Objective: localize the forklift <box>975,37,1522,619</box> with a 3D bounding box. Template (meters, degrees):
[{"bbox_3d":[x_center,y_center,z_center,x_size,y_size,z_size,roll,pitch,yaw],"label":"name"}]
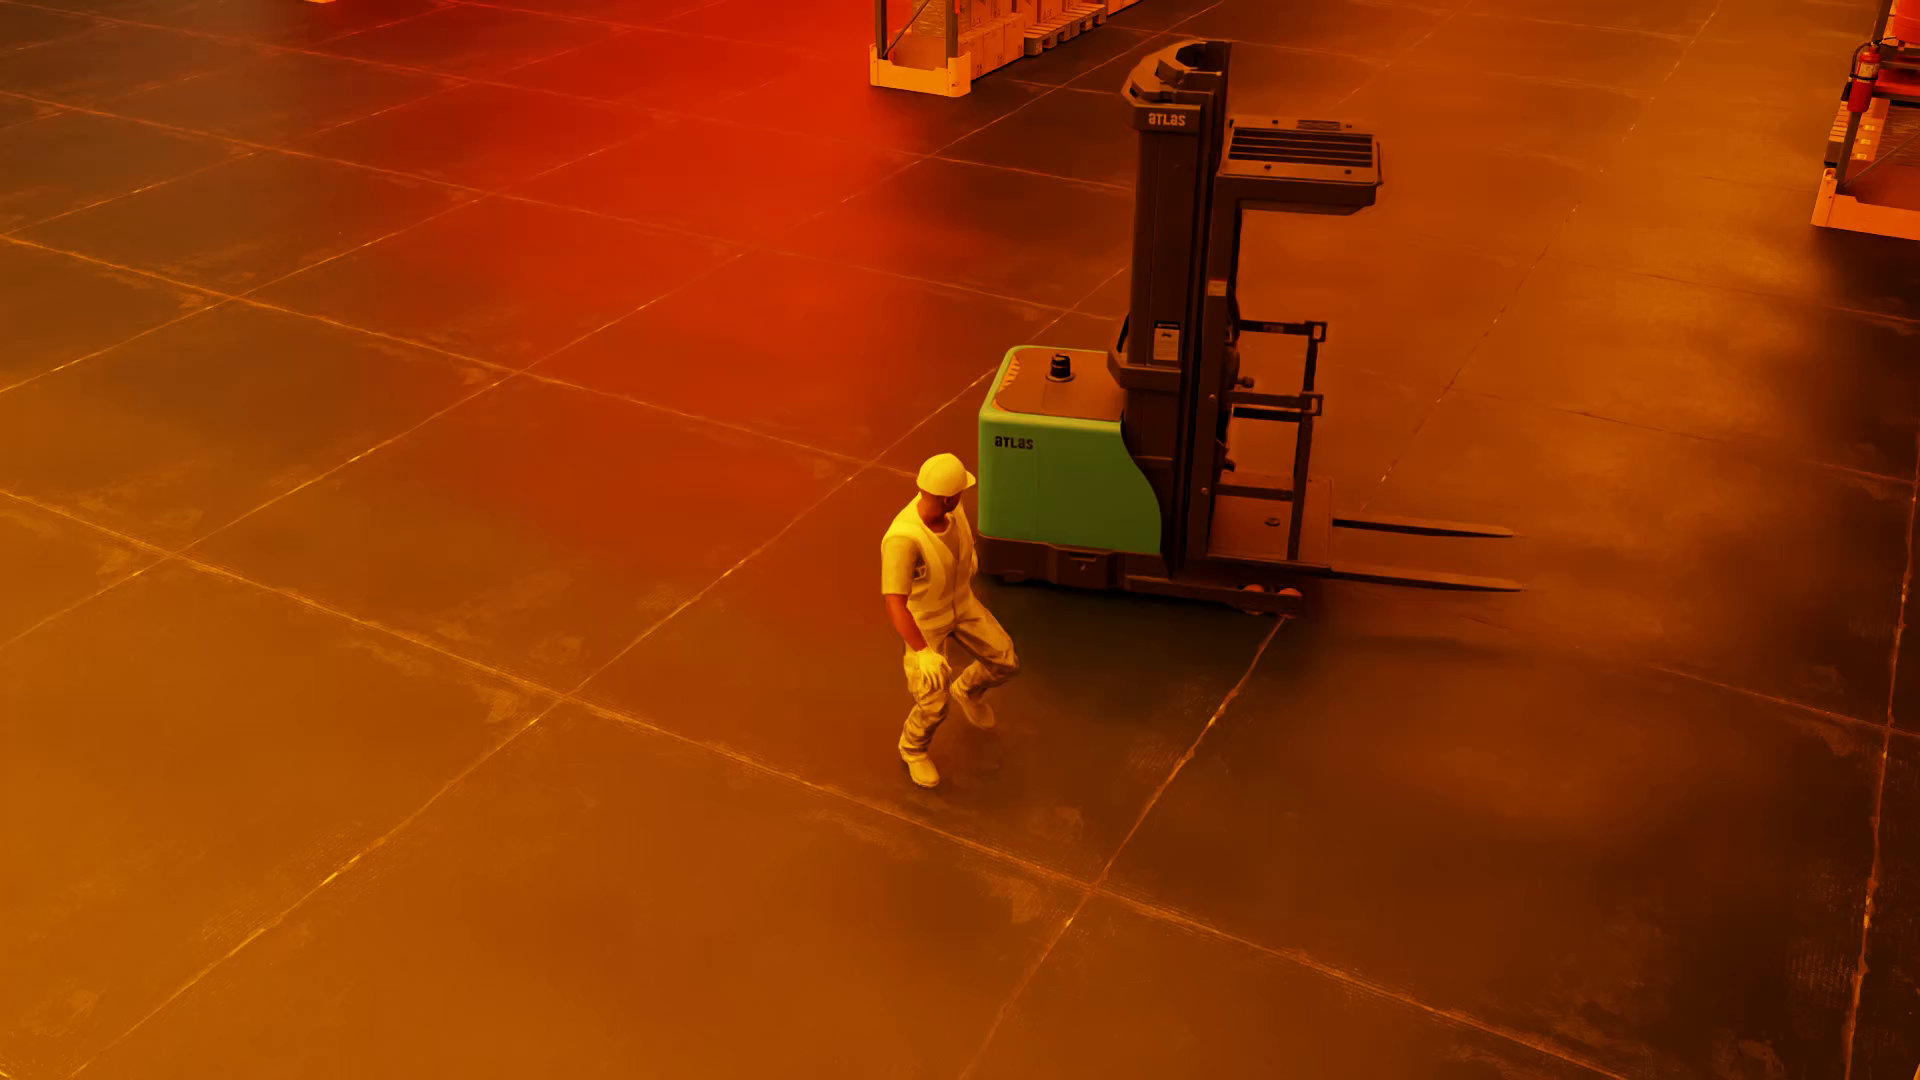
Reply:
[{"bbox_3d":[1.659,-1.122,9.015,3.031,2.935,1.130,6,31,10],"label":"forklift"}]

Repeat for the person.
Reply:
[{"bbox_3d":[-0.058,0.337,7.757,0.849,1.676,0.625,-26,39,-38],"label":"person"}]
